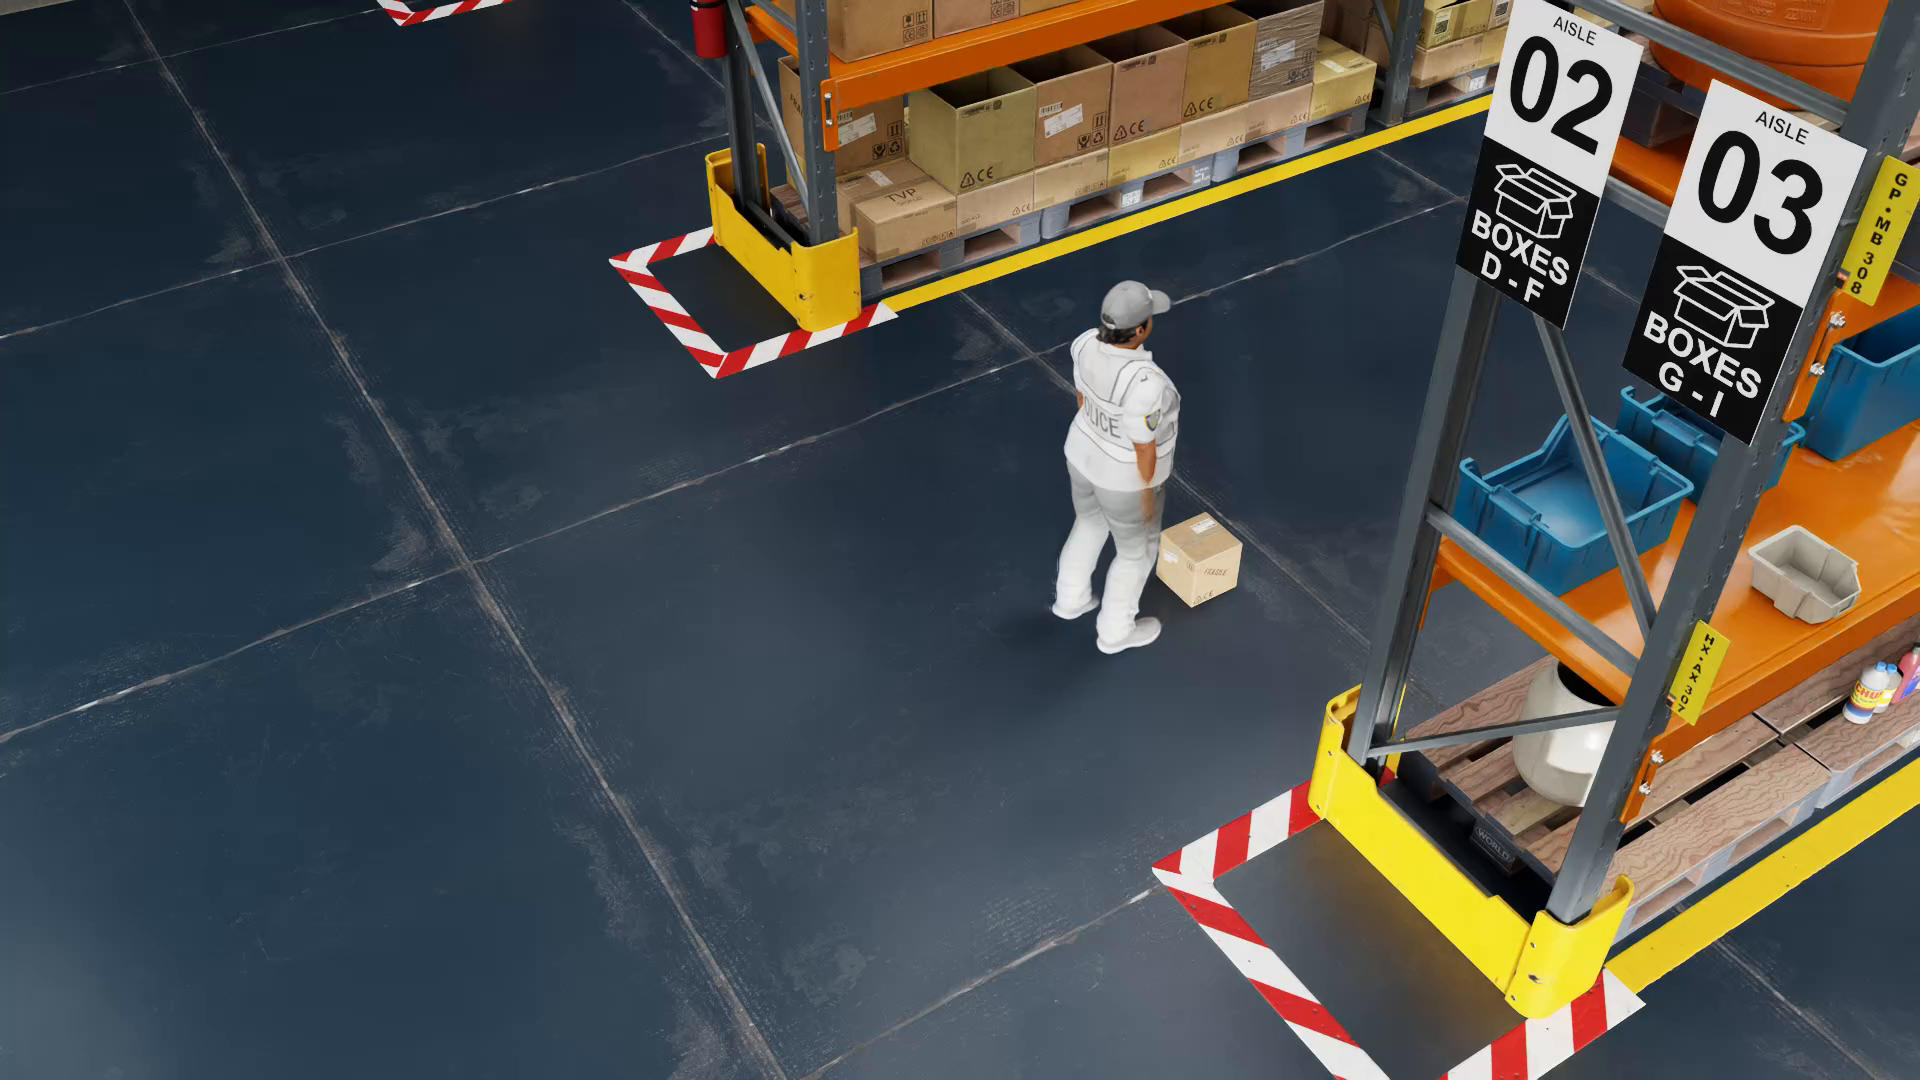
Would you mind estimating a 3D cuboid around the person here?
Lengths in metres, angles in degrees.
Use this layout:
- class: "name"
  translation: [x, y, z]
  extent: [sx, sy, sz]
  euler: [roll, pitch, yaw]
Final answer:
- class: "person"
  translation: [0.624, -0.268, 6.509]
  extent: [0.385, 1.715, 0.468]
  euler: [-22, 45, -23]
